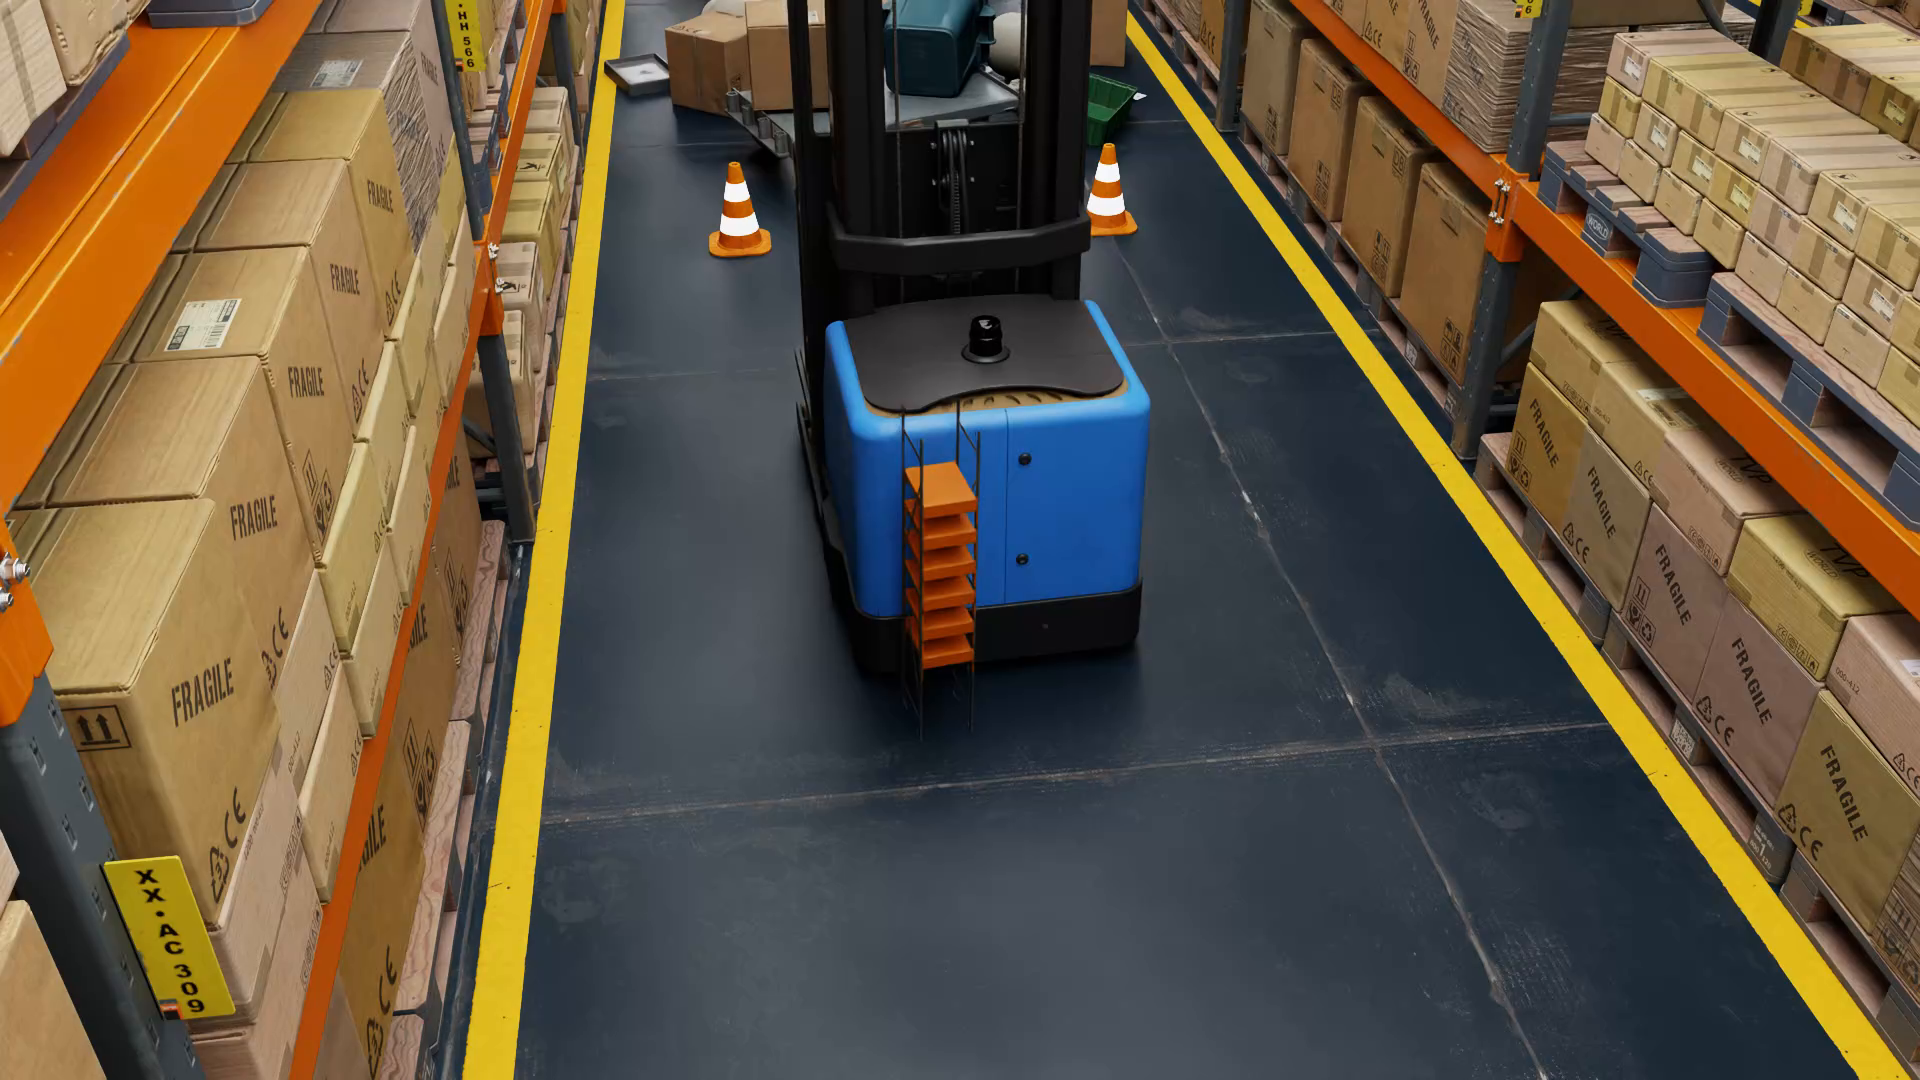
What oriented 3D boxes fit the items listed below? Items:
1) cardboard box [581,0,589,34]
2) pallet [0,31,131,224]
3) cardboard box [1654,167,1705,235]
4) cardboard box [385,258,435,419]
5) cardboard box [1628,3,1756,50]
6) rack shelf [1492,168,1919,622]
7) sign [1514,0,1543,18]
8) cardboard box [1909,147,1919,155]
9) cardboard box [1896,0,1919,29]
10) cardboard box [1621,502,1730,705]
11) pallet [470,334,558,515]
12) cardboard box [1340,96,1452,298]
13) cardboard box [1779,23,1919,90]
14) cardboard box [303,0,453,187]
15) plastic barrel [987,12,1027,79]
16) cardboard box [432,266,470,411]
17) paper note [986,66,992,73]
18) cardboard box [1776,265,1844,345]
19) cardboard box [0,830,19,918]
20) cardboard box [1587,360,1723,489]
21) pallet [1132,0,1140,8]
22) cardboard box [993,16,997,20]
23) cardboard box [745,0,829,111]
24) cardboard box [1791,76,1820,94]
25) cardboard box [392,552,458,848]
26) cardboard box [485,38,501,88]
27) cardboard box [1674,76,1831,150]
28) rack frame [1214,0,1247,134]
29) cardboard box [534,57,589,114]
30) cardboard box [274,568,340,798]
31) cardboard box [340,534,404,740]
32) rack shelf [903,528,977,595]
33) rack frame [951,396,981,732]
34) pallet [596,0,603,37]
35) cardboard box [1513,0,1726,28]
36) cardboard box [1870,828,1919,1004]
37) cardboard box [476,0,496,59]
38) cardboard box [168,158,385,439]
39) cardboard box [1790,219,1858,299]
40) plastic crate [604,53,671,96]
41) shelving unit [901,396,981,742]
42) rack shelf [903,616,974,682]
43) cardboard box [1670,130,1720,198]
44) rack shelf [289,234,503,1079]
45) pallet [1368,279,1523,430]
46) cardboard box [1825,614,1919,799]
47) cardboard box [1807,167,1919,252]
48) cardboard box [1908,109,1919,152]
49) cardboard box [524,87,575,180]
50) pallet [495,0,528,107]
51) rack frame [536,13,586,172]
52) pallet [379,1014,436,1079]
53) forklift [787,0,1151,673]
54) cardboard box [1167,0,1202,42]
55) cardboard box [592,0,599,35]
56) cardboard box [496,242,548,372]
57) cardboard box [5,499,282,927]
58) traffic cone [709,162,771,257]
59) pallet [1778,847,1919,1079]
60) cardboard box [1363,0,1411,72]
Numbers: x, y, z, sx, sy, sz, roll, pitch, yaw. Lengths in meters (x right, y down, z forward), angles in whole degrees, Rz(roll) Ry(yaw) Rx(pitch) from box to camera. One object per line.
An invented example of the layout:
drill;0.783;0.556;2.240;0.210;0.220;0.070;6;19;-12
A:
cardboard box;-2.658;-3.447;10.547;0.500;0.500;0.500;-3;34;-4
pallet;-1.858;-0.656;2.556;0.805;0.209;1.217;-6;35;-8
cardboard box;2.600;-1.156;5.633;0.380;0.149;0.250;-3;34;-4
cardboard box;-1.746;-0.544;4.574;0.500;0.250;0.500;-5;35;-8
cardboard box;2.874;-1.964;6.879;0.500;0.500;0.500;-4;34;-6
rack shelf;2.936;-0.238;5.075;1.077;0.370;4.000;-4;35;-6
sign;2.118;-2.086;6.119;0.100;0.325;0.005;-4;35;-6
cardboard box;3.294;-1.168;5.386;0.380;0.149;0.250;-4;35;-6
cardboard box;6.959;-3.889;11.640;0.500;0.500;0.500;6;35;9
cardboard box;2.654;0.188;5.657;0.500;0.500;0.500;-5;35;-8
pallet;-2.328;-0.504;7.302;1.003;0.211;1.213;-4;35;-6
cardboard box;2.554;-1.730;8.249;1.050;0.750;0.750;-4;34;-6
cardboard box;3.188;-1.728;5.944;0.380;0.149;0.250;-6;35;-8
cardboard box;-1.895;-1.406;5.173;0.500;0.500;0.500;-5;35;-8
plastic barrel;0.457;-3.336;11.269;0.512;0.421;0.421;20;39;26
cardboard box;-1.815;-0.612;5.117;0.500;0.250;0.500;-4;34;-6
paper note;0.133;-3.273;11.532;0.172;0.023;0.155;7;35;10
cardboard box;2.708;-0.717;4.988;0.380;0.149;0.250;-4;34;-6
cardboard box;-1.329;0.437;1.892;0.380;0.149;0.250;-5;35;-7
cardboard box;2.588;-0.416;5.878;0.500;0.250;0.500;-5;35;-7
pallet;1.776;-4.523;13.200;1.003;0.211;1.213;-4;35;-6
cardboard box;0.073;-3.574;11.758;0.396;0.266;0.258;1;34;2
cardboard box;-1.002;-2.884;9.865;0.500;0.500;0.500;-4;35;-6
cardboard box;3.185;-1.603;6.025;0.380;0.149;0.250;-4;34;-5
cardboard box;-2.098;0.374;5.051;0.875;0.875;0.875;-4;34;-6
cardboard box;-2.096;-1.957;6.808;0.380;0.149;0.250;-4;34;-6
cardboard box;2.605;-1.408;5.474;0.380;0.149;0.250;-5;35;-7
rack frame;2.129;-3.884;9.785;1.000;3.000;0.127;-4;35;-6
cardboard box;-2.574;-2.839;10.322;0.500;0.250;0.500;-6;35;-9
cardboard box;-1.564;0.312;3.318;0.500;0.250;0.500;-4;34;-6
cardboard box;-1.608;0.233;3.878;0.500;0.250;0.500;-5;35;-7
rack shelf;-0.070;0.056;5.465;0.180;0.103;0.258;-9;35;-15
rack frame;0.016;0.105;5.531;0.006;1.200;0.240;-9;35;-15
pallet;-3.216;-4.034;12.482;1.003;0.211;1.213;-4;35;-6
cardboard box;2.617;-2.357;6.569;0.700;0.500;0.500;-5;35;-7
cardboard box;2.856;1.046;4.398;0.500;0.500;0.500;-5;35;-7
cardboard box;-2.132;-2.117;6.467;0.500;0.500;0.500;-3;34;-4
cardboard box;-1.697;-0.560;3.931;0.500;0.500;0.500;-5;35;-7
cardboard box;2.708;-0.841;4.906;0.380;0.149;0.250;-5;35;-7
plastic crate;-2.161;-3.184;11.351;0.402;0.080;0.583;-16;38;-23
shelving unit;-0.071;0.119;5.508;0.189;1.200;0.258;-9;35;-15
rack shelf;-0.076;0.354;5.666;0.180;0.103;0.258;-9;35;-15
cardboard box;2.611;-1.259;5.520;0.380;0.149;0.250;-5;35;-8
rack shelf;-1.955;0.193;4.442;1.077;0.370;4.000;-4;35;-6
pallet;2.636;-0.945;7.949;1.003;0.211;1.213;-4;35;-6
cardboard box;2.799;0.446;4.613;0.500;0.250;0.500;-3;34;-4
cardboard box;2.716;-0.961;4.819;0.380;0.149;0.250;-3;34;-5
cardboard box;3.294;-1.293;5.306;0.380;0.149;0.250;-3;34;-5
cardboard box;-2.689;-2.248;9.345;0.950;0.372;0.625;-4;34;-6
pallet;-2.531;-2.243;7.547;1.003;0.211;1.213;-4;35;-6
rack frame;-2.762;-3.452;9.152;1.000;3.000;0.127;-4;35;-6
pallet;-1.865;1.739;4.010;1.003;0.211;1.213;-4;35;-6
forklift;-0.114;-1.560;6.437;1.130;2.935;3.031;-6;35;-9
cardboard box;1.989;-4.038;11.526;0.875;0.875;0.875;-4;34;-6
cardboard box;-2.787;-3.710;11.599;0.500;0.250;0.500;-6;35;-8
cardboard box;-2.397;-1.035;7.566;0.950;0.372;0.625;-5;35;-7
cardboard box;-1.460;0.290;2.684;0.500;0.500;0.500;-4;34;-6
traffic cone;-1.208;-1.818;9.007;0.336;0.463;0.334;-4;35;-6
pallet;3.099;1.299;4.657;1.003;0.211;1.213;-4;35;-6
cardboard box;2.208;-2.481;7.639;0.500;0.500;0.500;-5;35;-7
